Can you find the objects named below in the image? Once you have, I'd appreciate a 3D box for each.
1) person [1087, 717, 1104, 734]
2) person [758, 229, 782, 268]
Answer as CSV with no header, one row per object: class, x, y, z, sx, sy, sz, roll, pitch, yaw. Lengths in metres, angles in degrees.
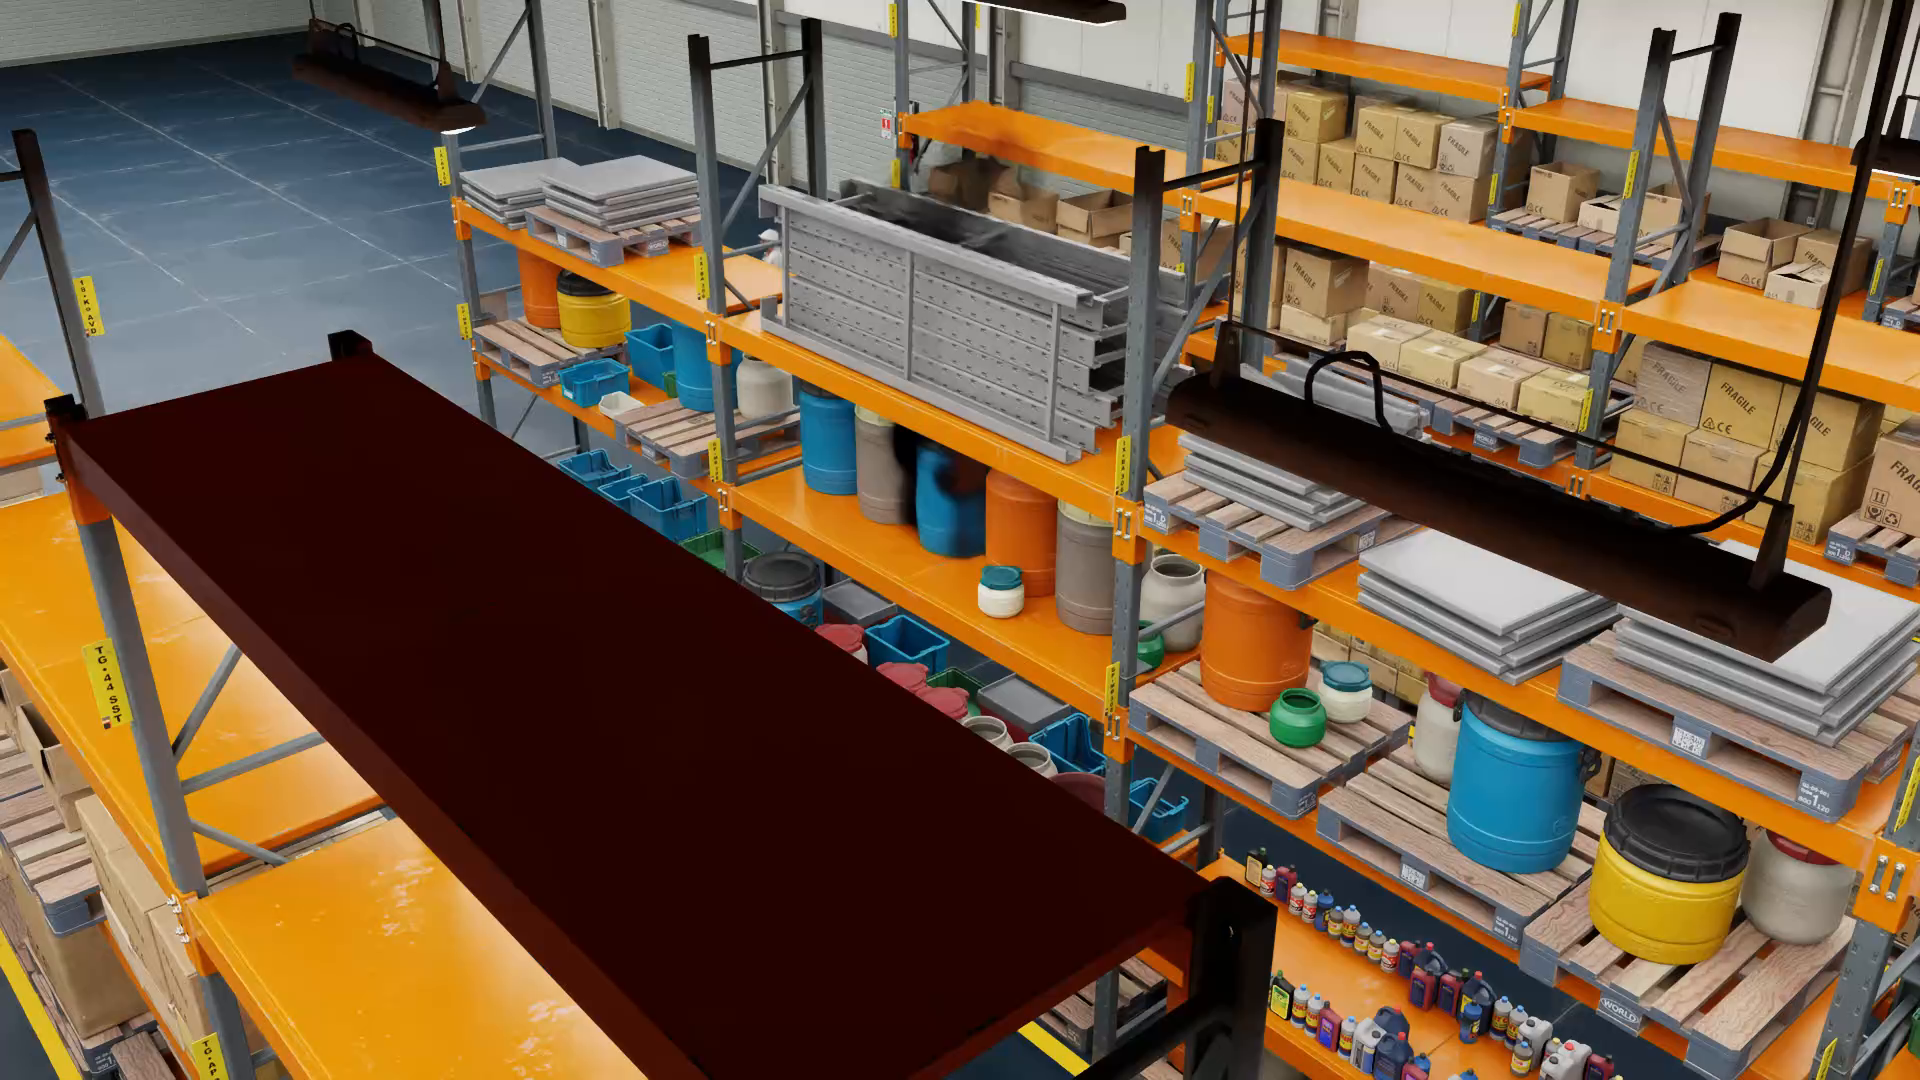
person,1.128,0.815,13.427,0.691,1.741,0.572,-22,34,-37
person,-2.507,-3.300,22.142,0.609,1.733,0.661,-10,29,-19
